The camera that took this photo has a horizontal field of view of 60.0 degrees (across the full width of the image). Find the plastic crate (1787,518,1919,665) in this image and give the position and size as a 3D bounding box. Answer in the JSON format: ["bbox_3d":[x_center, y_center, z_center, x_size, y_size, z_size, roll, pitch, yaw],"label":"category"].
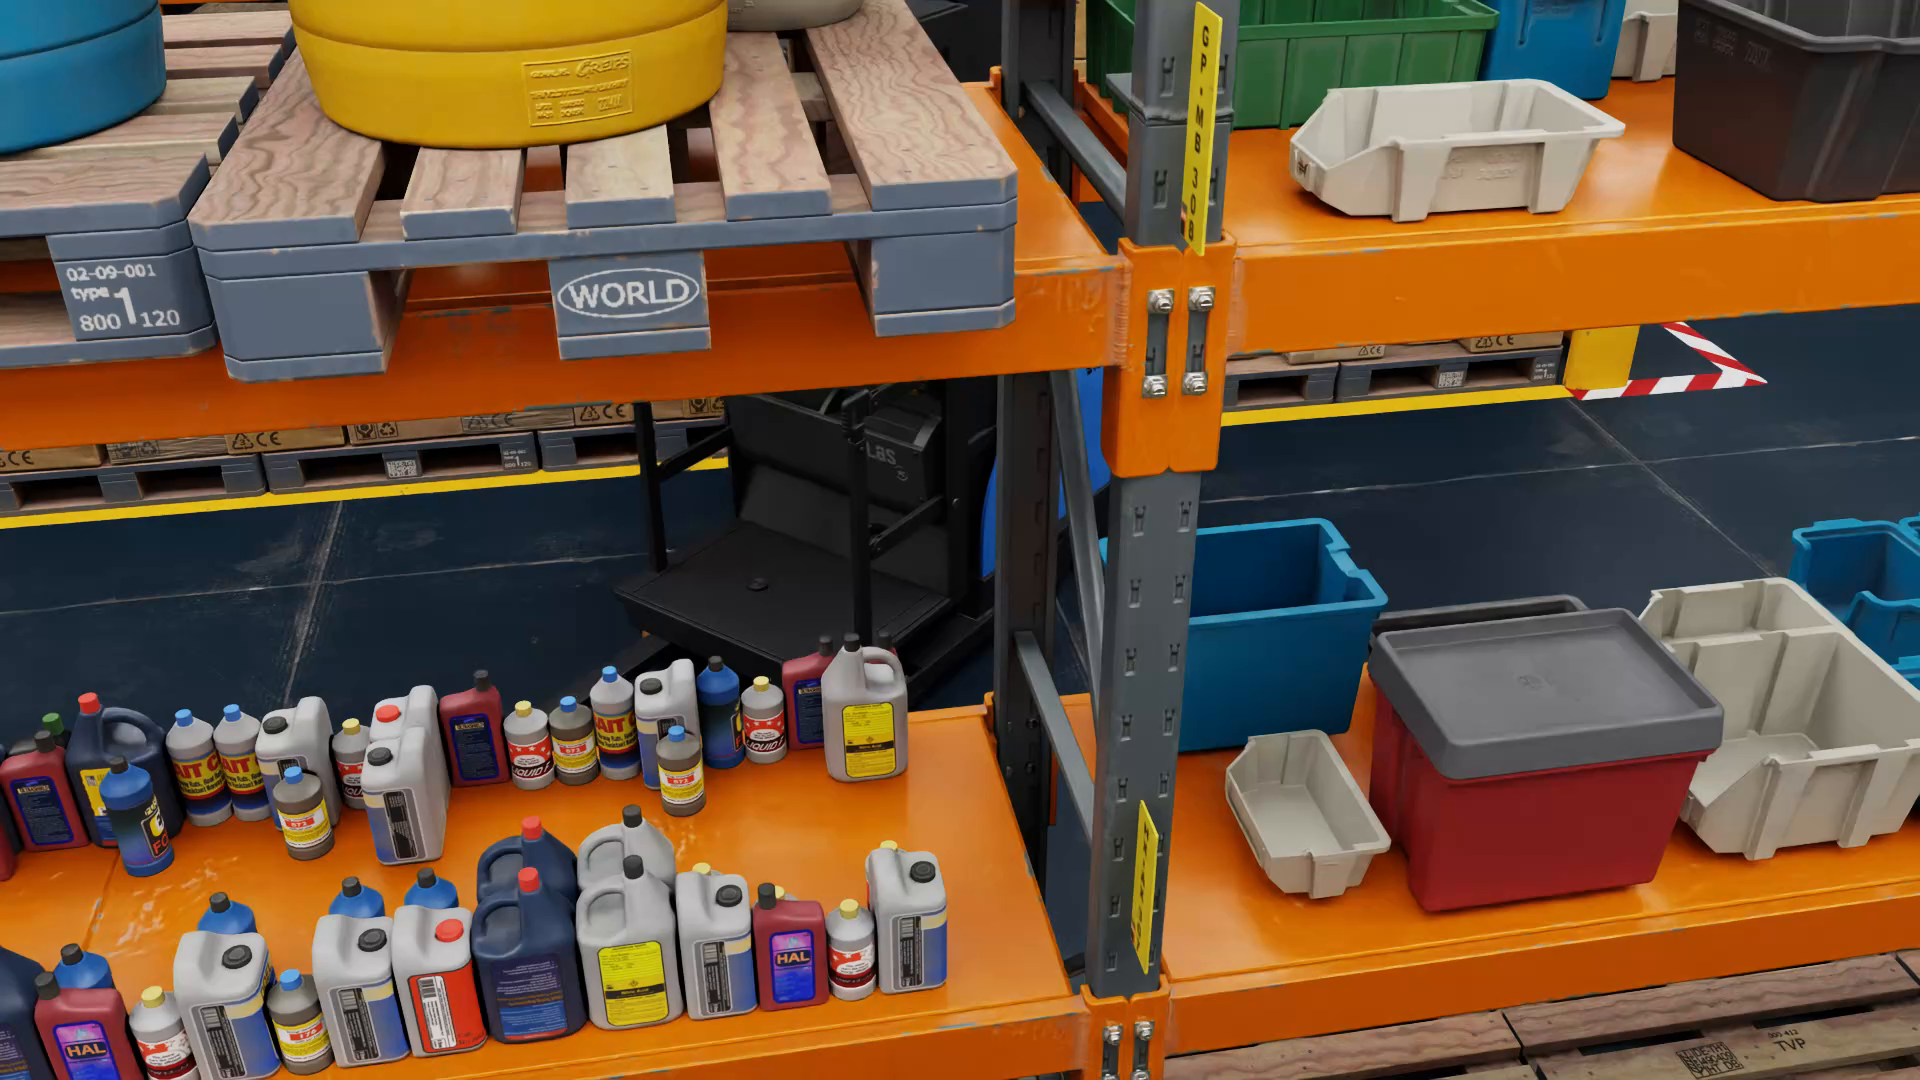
[{"bbox_3d":[2.272,0.152,4.137,0.300,0.233,0.416,-5,31,-9],"label":"plastic crate"}]

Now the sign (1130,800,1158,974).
[{"bbox_3d":[0.328,0.620,2.962,0.005,0.325,0.100,-5,31,-9],"label":"sign"}]

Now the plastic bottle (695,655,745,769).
[{"bbox_3d":[-0.544,0.382,3.767,0.097,0.271,0.097,0,30,0],"label":"plastic bottle"}]

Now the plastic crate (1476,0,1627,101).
[{"bbox_3d":[1.068,-0.998,3.193,0.300,0.233,0.416,-5,31,-9],"label":"plastic crate"}]

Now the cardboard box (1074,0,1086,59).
[{"bbox_3d":[0.363,-2.429,7.336,0.500,0.500,0.500,-6,31,-10],"label":"cardboard box"}]

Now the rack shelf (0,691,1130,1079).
[{"bbox_3d":[-1.737,0.958,3.371,4.000,0.370,1.077,-5,31,-9],"label":"rack shelf"}]

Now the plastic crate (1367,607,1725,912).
[{"bbox_3d":[1.154,0.455,3.394,0.583,0.464,0.402,-5,31,-9],"label":"plastic crate"}]

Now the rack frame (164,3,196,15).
[{"bbox_3d":[-5.489,-4.109,11.279,0.127,3.000,1.000,-5,31,-9],"label":"rack frame"}]

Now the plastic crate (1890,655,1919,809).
[{"bbox_3d":[2.191,0.462,3.611,0.300,0.233,0.416,-5,31,-9],"label":"plastic crate"}]

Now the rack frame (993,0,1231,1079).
[{"bbox_3d":[0.230,0.465,3.499,0.127,3.000,1.000,-5,31,-9],"label":"rack frame"}]

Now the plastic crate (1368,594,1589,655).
[{"bbox_3d":[1.283,0.322,3.955,0.590,0.125,0.437,-5,31,-9],"label":"plastic crate"}]

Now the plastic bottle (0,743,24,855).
[{"bbox_3d":[-2.095,0.504,3.482,0.185,0.351,0.144,-5,31,-9],"label":"plastic bottle"}]

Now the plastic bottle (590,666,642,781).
[{"bbox_3d":[-0.773,0.403,3.731,0.097,0.271,0.097,0,30,0],"label":"plastic bottle"}]

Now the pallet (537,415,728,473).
[{"bbox_3d":[-1.451,-0.709,8.248,1.213,0.211,1.003,-5,31,-9],"label":"pallet"}]

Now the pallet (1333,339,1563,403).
[{"bbox_3d":[2.418,-1.087,8.891,1.213,0.211,1.003,-5,31,-9],"label":"pallet"}]

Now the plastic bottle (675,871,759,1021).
[{"bbox_3d":[-0.458,0.749,3.139,0.135,0.276,0.152,-5,31,-9],"label":"plastic bottle"}]

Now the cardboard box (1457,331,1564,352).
[{"bbox_3d":[2.786,-1.310,8.550,0.500,0.500,0.500,-5,31,-9],"label":"cardboard box"}]

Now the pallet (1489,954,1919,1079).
[{"bbox_3d":[2.149,1.468,4.545,1.213,0.211,1.003,-5,31,-9],"label":"pallet"}]

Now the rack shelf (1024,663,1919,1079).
[{"bbox_3d":[2.198,0.593,3.992,4.000,0.370,1.077,-5,31,-9],"label":"rack shelf"}]

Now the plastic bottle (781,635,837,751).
[{"bbox_3d":[-0.338,0.349,3.813,0.133,0.283,0.061,-5,31,-9],"label":"plastic bottle"}]

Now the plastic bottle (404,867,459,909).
[{"bbox_3d":[-0.995,0.737,3.164,0.097,0.271,0.097,0,30,0],"label":"plastic bottle"}]

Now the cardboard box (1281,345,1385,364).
[{"bbox_3d":[1.846,-1.130,8.491,0.500,0.250,0.500,-5,31,-9],"label":"cardboard box"}]

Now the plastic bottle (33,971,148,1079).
[{"bbox_3d":[-1.534,0.870,2.927,0.133,0.283,0.061,-5,31,-9],"label":"plastic bottle"}]

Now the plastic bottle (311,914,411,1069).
[{"bbox_3d":[-1.087,0.808,3.040,0.135,0.276,0.152,-5,31,-9],"label":"plastic bottle"}]

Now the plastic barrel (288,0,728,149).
[{"bbox_3d":[-0.631,-0.905,2.271,0.600,0.588,0.600,0,30,0],"label":"plastic barrel"}]

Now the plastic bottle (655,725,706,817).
[{"bbox_3d":[-0.613,0.497,3.641,0.097,0.201,0.097,0,30,0],"label":"plastic bottle"}]

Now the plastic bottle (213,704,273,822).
[{"bbox_3d":[-1.552,0.476,3.609,0.097,0.271,0.097,0,30,0],"label":"plastic bottle"}]

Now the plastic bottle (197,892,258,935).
[{"bbox_3d":[-1.356,0.770,3.108,0.097,0.271,0.097,0,30,0],"label":"plastic bottle"}]

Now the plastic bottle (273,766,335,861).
[{"bbox_3d":[-1.392,0.569,3.518,0.097,0.201,0.097,0,30,0],"label":"plastic bottle"}]

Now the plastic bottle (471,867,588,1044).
[{"bbox_3d":[-0.797,0.751,3.063,0.185,0.351,0.144,-5,31,-9],"label":"plastic bottle"}]

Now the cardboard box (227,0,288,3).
[{"bbox_3d":[-4.742,-3.365,11.720,0.750,0.750,0.750,-6,31,-10],"label":"cardboard box"}]

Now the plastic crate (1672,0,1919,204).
[{"bbox_3d":[1.502,-0.748,2.732,0.590,0.269,0.497,-5,31,-9],"label":"plastic crate"}]

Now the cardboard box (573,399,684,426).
[{"bbox_3d":[-1.580,-0.888,7.833,0.500,0.500,0.500,-5,31,-9],"label":"cardboard box"}]

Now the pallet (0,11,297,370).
[{"bbox_3d":[-1.638,-0.521,2.404,1.213,0.211,1.003,-5,31,-9],"label":"pallet"}]

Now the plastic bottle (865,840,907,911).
[{"bbox_3d":[-0.140,0.688,3.317,0.097,0.201,0.097,0,30,0],"label":"plastic bottle"}]

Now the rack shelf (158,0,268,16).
[{"bbox_3d":[-3.521,-3.981,11.771,4.000,0.370,1.077,-5,31,-9],"label":"rack shelf"}]

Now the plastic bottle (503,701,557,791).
[{"bbox_3d":[-0.964,0.451,3.719,0.097,0.201,0.097,0,30,0],"label":"plastic bottle"}]

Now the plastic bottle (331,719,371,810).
[{"bbox_3d":[-1.323,0.485,3.662,0.097,0.201,0.097,0,30,0],"label":"plastic bottle"}]

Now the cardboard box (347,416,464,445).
[{"bbox_3d":[-2.573,-0.795,7.674,0.500,0.500,0.500,-6,31,-11],"label":"cardboard box"}]

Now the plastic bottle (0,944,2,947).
[{"bbox_3d":[-1.858,0.771,3.029,0.185,0.351,0.144,-5,31,-9],"label":"plastic bottle"}]

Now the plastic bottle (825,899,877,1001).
[{"bbox_3d":[-0.208,0.772,3.173,0.097,0.201,0.097,0,30,0],"label":"plastic bottle"}]

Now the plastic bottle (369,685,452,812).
[{"bbox_3d":[-1.204,0.456,3.638,0.135,0.276,0.152,-5,31,-9],"label":"plastic bottle"}]

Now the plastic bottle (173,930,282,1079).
[{"bbox_3d":[-1.315,0.829,3.004,0.135,0.276,0.152,-5,31,-9],"label":"plastic bottle"}]

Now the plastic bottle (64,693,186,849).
[{"bbox_3d":[-1.782,0.475,3.532,0.185,0.351,0.144,-5,31,-9],"label":"plastic bottle"}]

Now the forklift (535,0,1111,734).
[{"bbox_3d":[-0.591,-0.808,5.733,1.130,2.935,3.031,20,36,30],"label":"forklift"}]

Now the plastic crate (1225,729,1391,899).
[{"bbox_3d":[0.714,0.582,3.502,0.243,0.136,0.396,-5,31,-9],"label":"plastic crate"}]

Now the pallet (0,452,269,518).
[{"bbox_3d":[-3.852,-0.487,7.870,1.213,0.211,1.003,-5,31,-9],"label":"pallet"}]

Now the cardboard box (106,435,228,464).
[{"bbox_3d":[-3.580,-0.701,7.515,0.500,0.500,0.500,-6,31,-11],"label":"cardboard box"}]

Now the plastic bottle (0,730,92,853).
[{"bbox_3d":[-1.935,0.528,3.508,0.133,0.283,0.061,-5,31,-9],"label":"plastic bottle"}]

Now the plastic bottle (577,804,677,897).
[{"bbox_3d":[-0.641,0.662,3.214,0.185,0.351,0.144,-5,31,-9],"label":"plastic bottle"}]

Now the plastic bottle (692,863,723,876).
[{"bbox_3d":[-0.499,0.721,3.260,0.097,0.201,0.097,0,30,0],"label":"plastic bottle"}]
